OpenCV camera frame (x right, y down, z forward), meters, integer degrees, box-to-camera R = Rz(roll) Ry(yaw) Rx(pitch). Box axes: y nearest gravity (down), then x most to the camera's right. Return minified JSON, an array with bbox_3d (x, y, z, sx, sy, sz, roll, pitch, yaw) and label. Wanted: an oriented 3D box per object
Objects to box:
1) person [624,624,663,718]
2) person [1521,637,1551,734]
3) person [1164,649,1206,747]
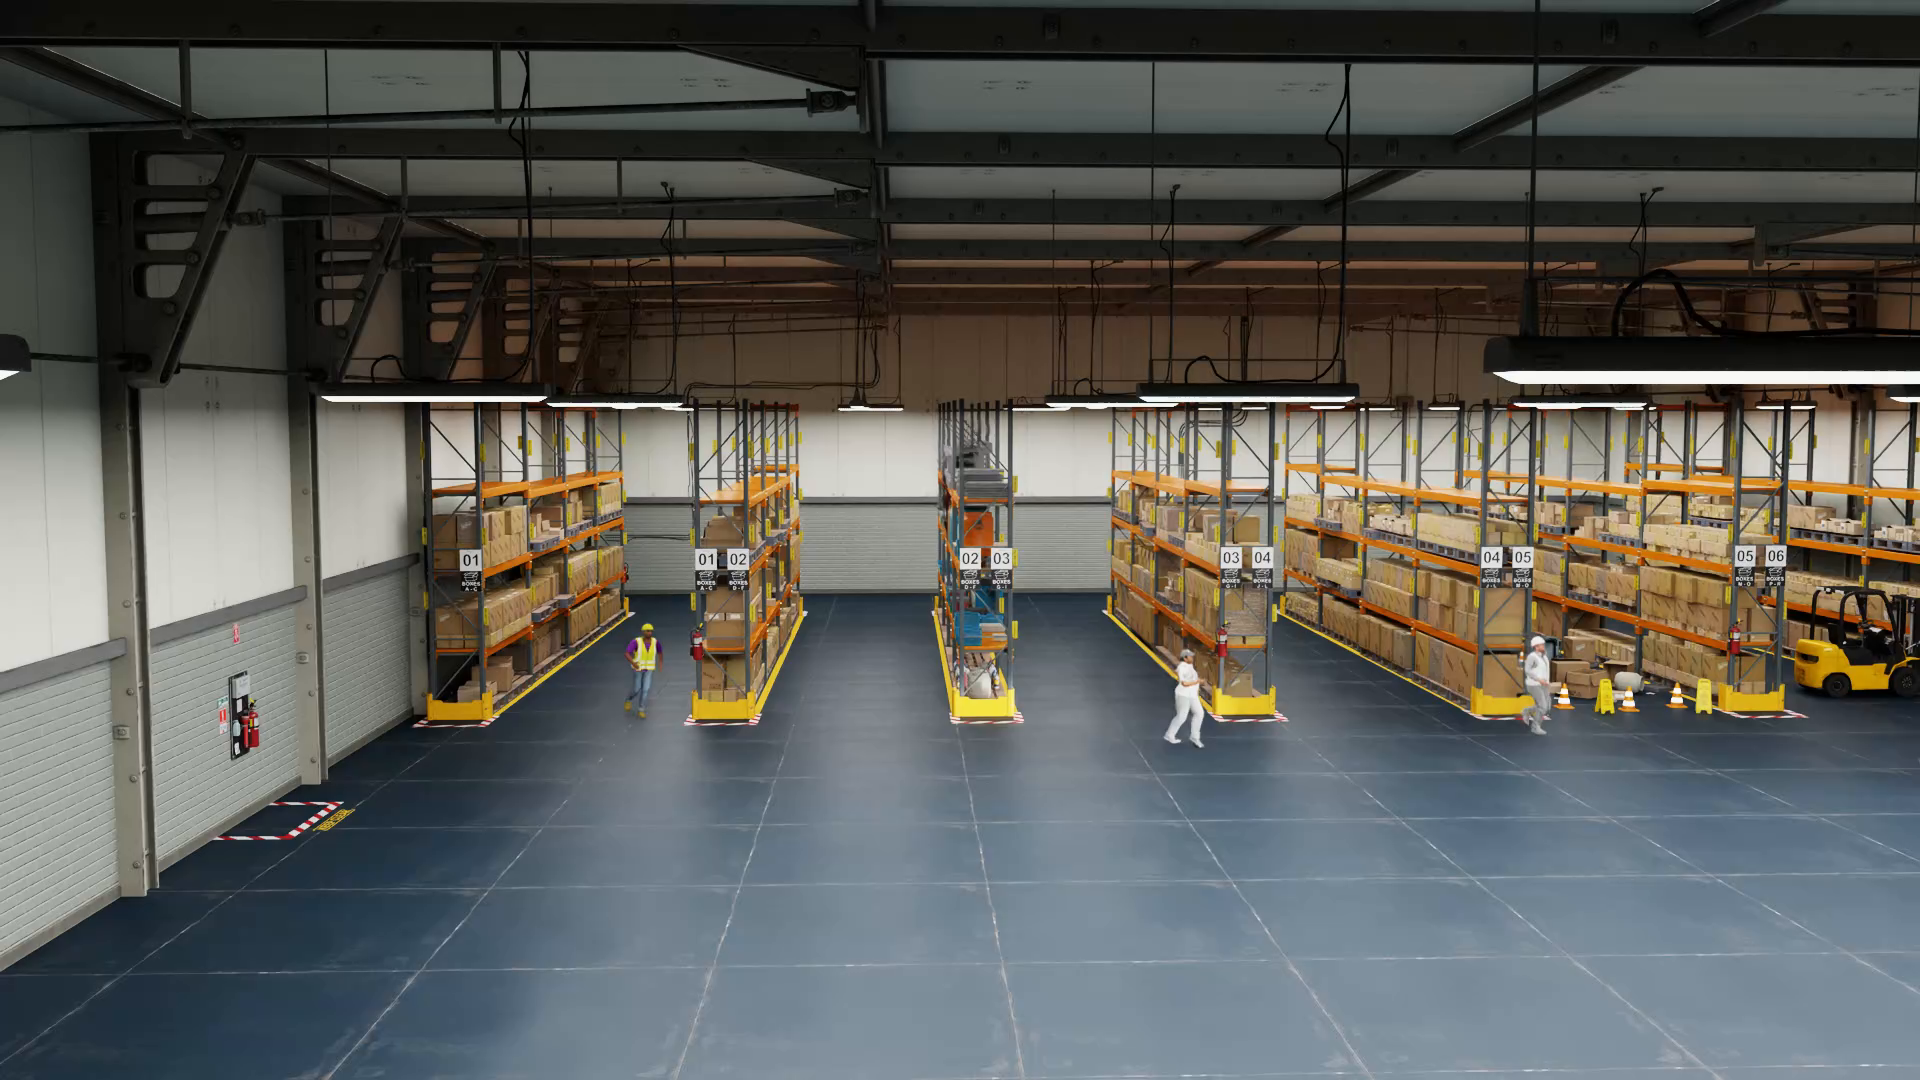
[{"bbox_3d":[-5.992,2.454,31.642,0.753,1.736,0.786,-2,5,-28],"label":"person"},{"bbox_3d":[10.372,2.598,29.882,0.578,1.741,0.704,4,6,44],"label":"person"},{"bbox_3d":[3.886,2.728,28.580,0.714,1.723,0.590,2,5,24],"label":"person"}]
